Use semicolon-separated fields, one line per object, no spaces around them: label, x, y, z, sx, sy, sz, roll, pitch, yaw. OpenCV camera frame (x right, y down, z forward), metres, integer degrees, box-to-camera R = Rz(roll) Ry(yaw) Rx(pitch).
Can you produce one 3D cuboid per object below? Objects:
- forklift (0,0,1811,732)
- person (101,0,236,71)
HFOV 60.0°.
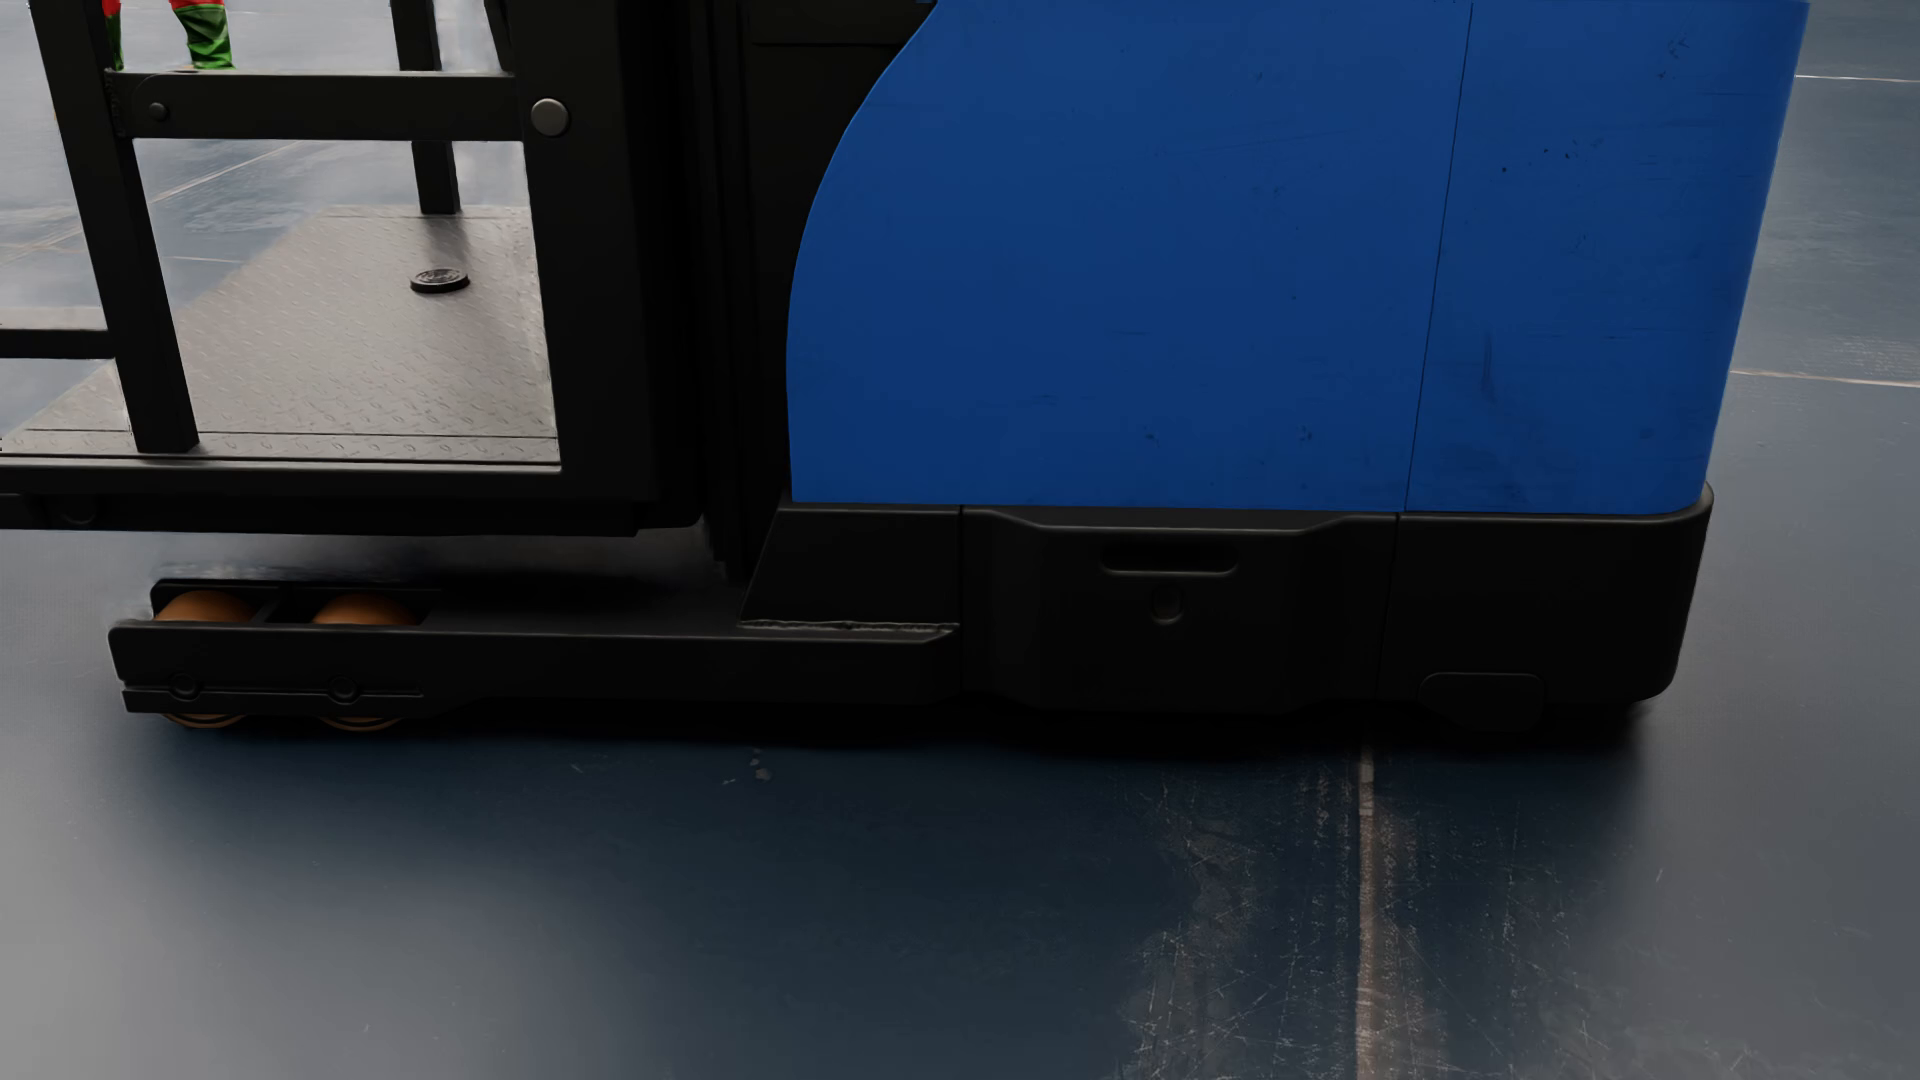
forklift;-0.625;-1.311;1.844;3.031;2.935;1.130;1;27;2
person;-2.543;-2.200;4.923;0.506;1.814;0.630;22;34;37
